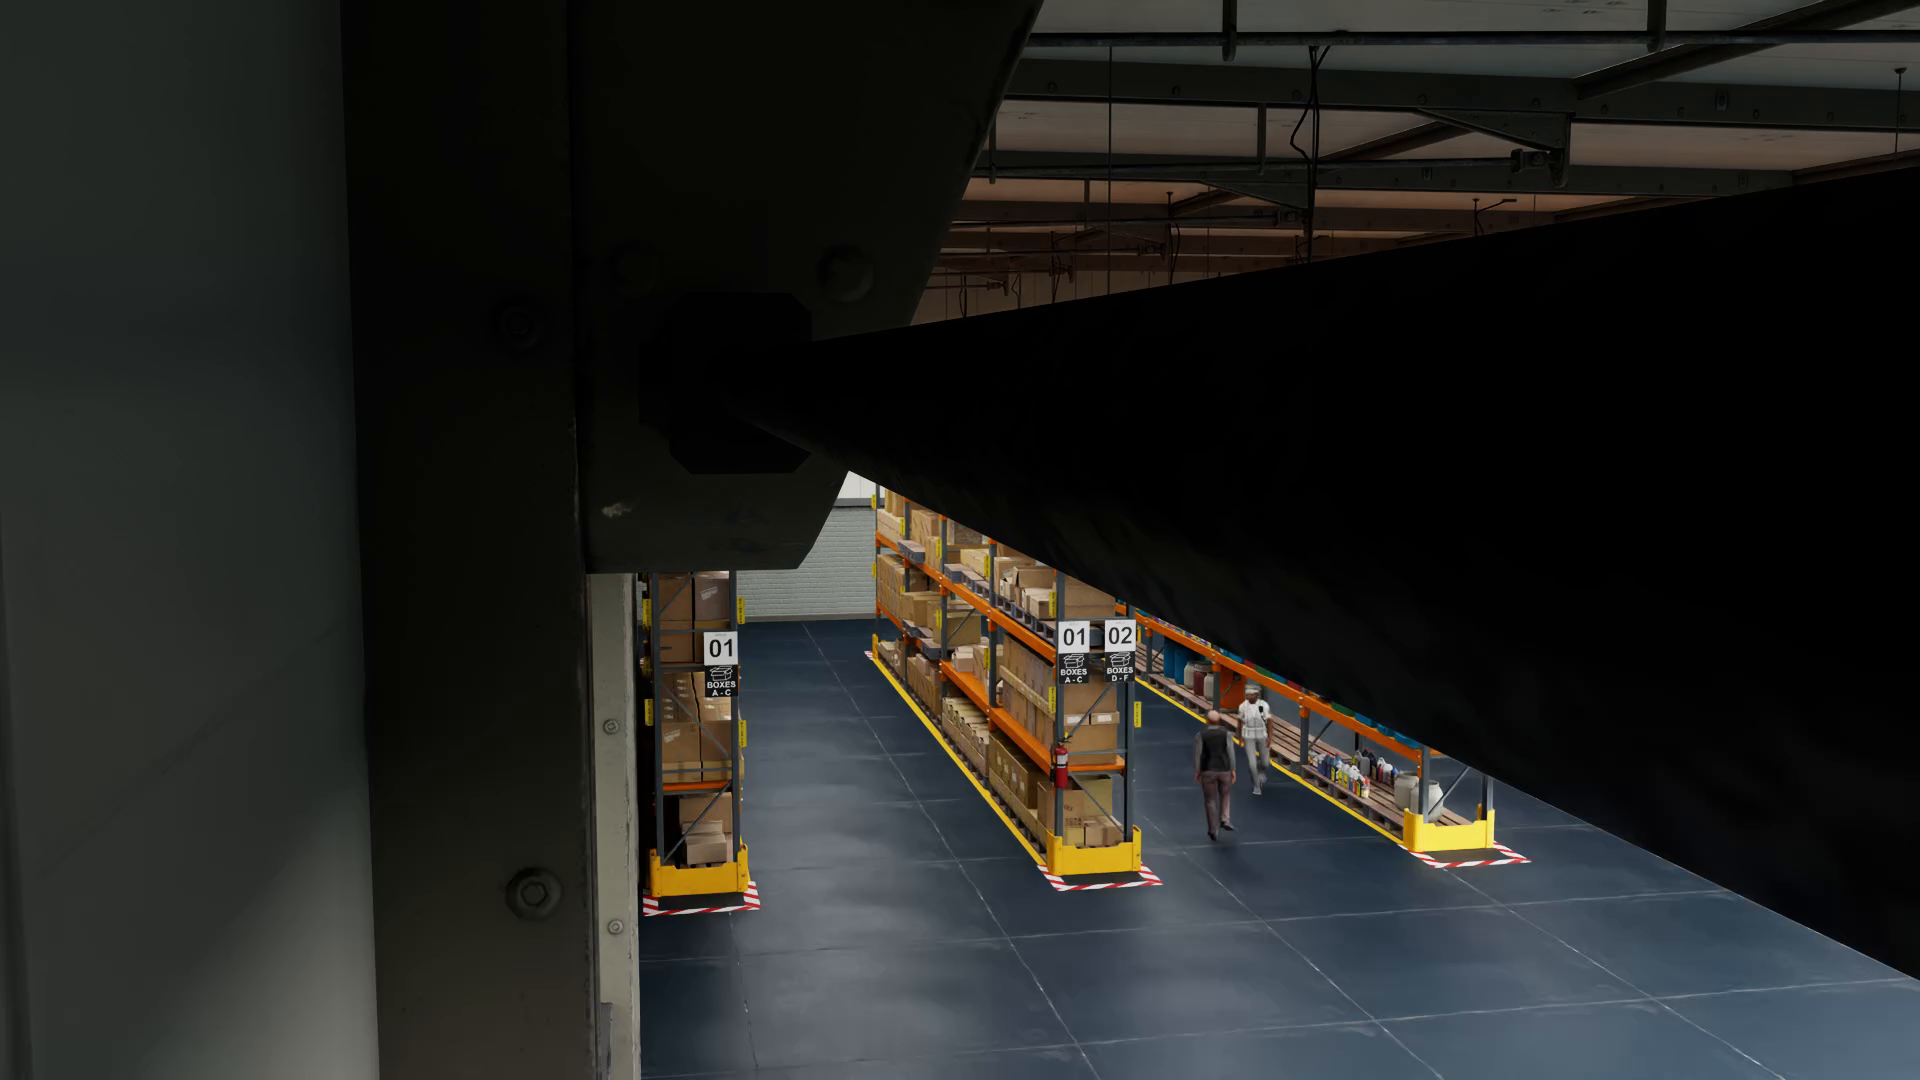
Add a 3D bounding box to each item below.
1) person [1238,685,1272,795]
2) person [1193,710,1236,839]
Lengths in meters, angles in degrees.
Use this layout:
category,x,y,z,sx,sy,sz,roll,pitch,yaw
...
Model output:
category,x,y,z,sx,sy,sz,roll,pitch,yaw
person,4.426,2.962,24.972,0.504,1.645,0.562,1,6,5
person,3.441,3.158,22.532,0.567,1.710,0.464,0,6,1
